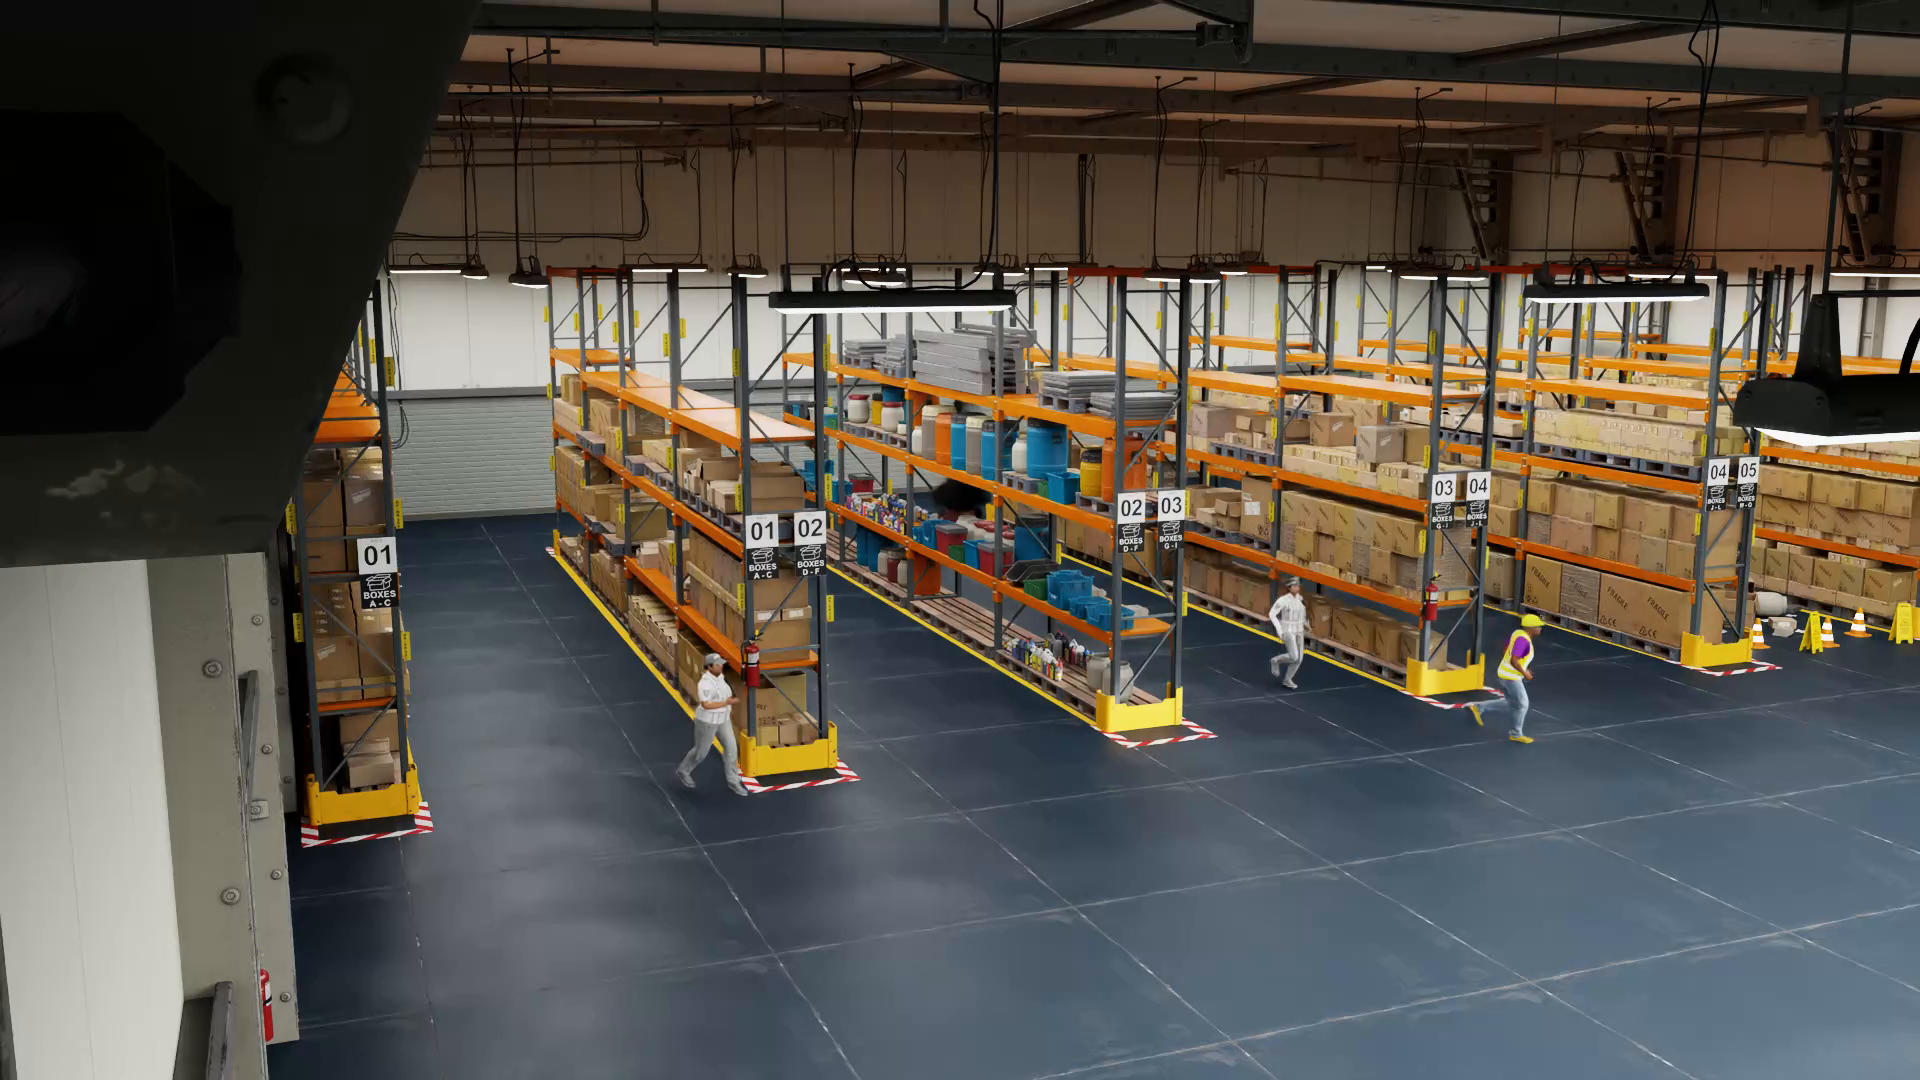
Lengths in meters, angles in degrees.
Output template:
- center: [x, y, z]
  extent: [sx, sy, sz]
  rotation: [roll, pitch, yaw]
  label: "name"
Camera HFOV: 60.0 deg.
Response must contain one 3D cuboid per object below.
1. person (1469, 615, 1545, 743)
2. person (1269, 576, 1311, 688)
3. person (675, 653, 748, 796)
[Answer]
- center: [7.082, 1.789, 21.558]
  extent: [0.872, 1.707, 0.672]
  rotation: [3, 10, 18]
  label: "person"
- center: [4.847, 1.335, 24.297]
  extent: [0.629, 1.652, 0.555]
  rotation: [-6, 11, -29]
  label: "person"
- center: [-2.923, 2.140, 19.480]
  extent: [0.909, 1.687, 0.590]
  rotation: [5, 11, 25]
  label: "person"
